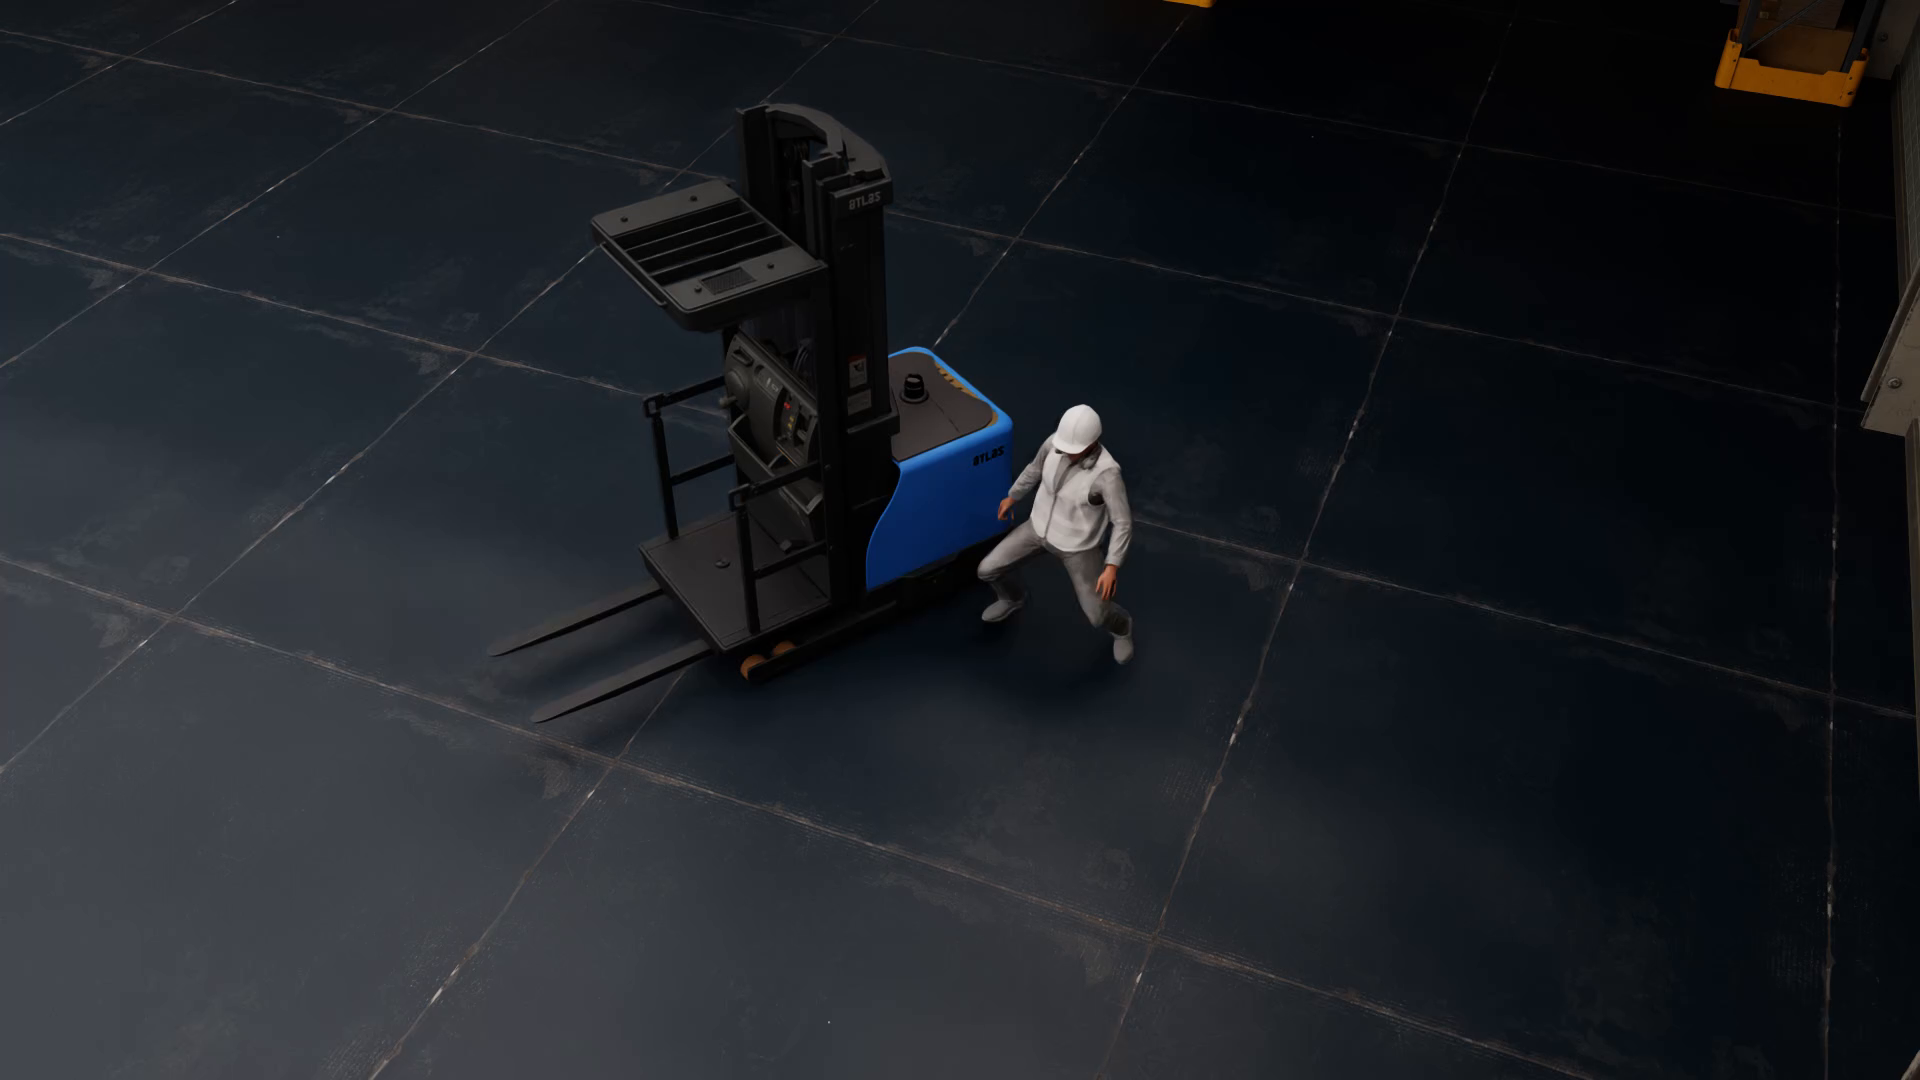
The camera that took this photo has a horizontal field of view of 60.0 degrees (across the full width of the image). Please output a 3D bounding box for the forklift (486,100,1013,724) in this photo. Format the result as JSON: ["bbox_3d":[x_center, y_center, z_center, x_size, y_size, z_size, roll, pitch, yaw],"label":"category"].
[{"bbox_3d":[-1.188,-0.706,8.850,3.031,2.935,1.130,-23,45,-25],"label":"forklift"}]

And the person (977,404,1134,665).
[{"bbox_3d":[0.590,-0.040,9.048,0.677,1.646,0.937,-33,50,-33],"label":"person"}]
